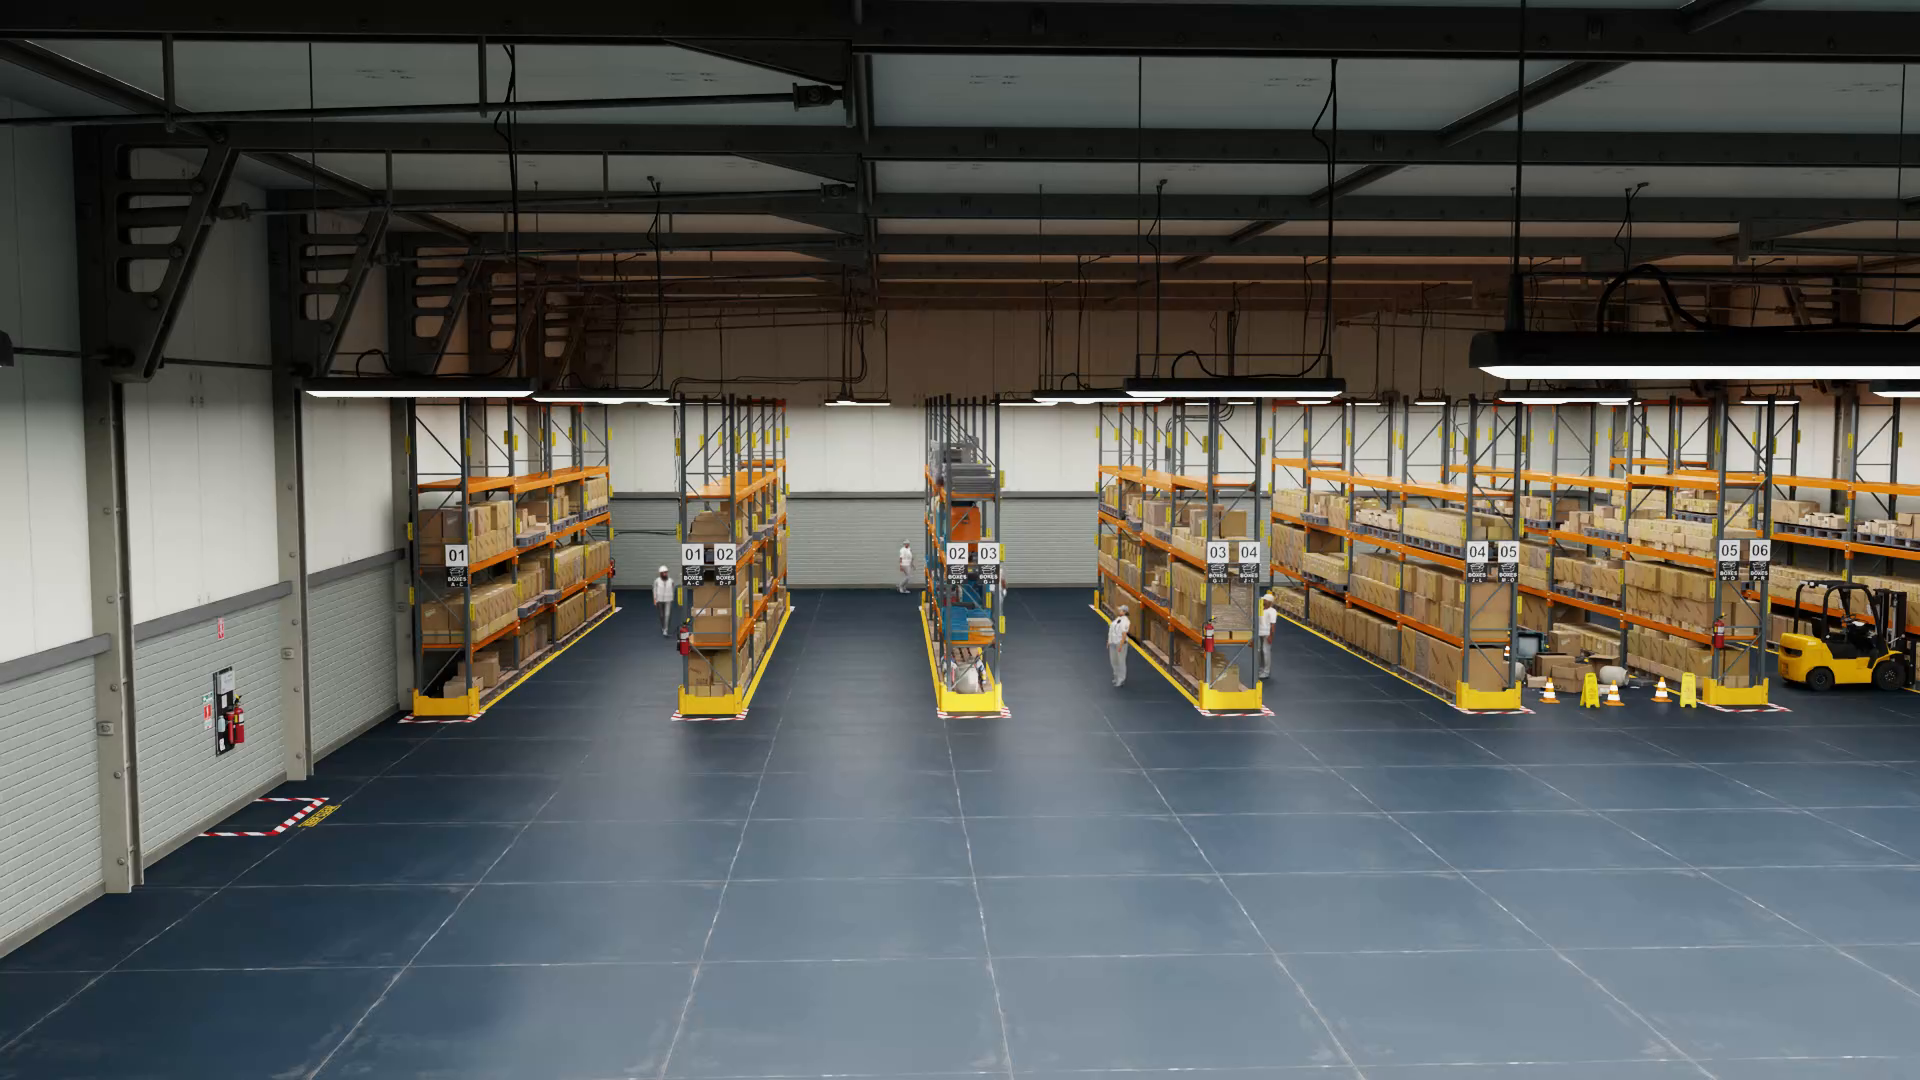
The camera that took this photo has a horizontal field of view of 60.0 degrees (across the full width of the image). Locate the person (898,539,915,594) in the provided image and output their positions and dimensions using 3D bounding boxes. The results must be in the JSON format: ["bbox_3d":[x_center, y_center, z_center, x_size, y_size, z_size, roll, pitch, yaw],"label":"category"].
[{"bbox_3d":[-1.639,0.810,51.422,0.489,1.695,0.430,1,5,12],"label":"person"}]

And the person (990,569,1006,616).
[{"bbox_3d":[0.949,1.359,44.228,0.659,1.731,1.069,-1,5,-11],"label":"person"}]

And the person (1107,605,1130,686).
[{"bbox_3d":[3.293,2.182,34.542,0.476,1.664,0.509,-4,6,-42],"label":"person"}]

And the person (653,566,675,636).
[{"bbox_3d":[-7.503,1.533,42.067,0.511,1.737,0.977,0,5,3],"label":"person"}]

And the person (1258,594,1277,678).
[{"bbox_3d":[6.490,2.041,35.589,0.576,1.763,0.580,-4,6,-44],"label":"person"}]
